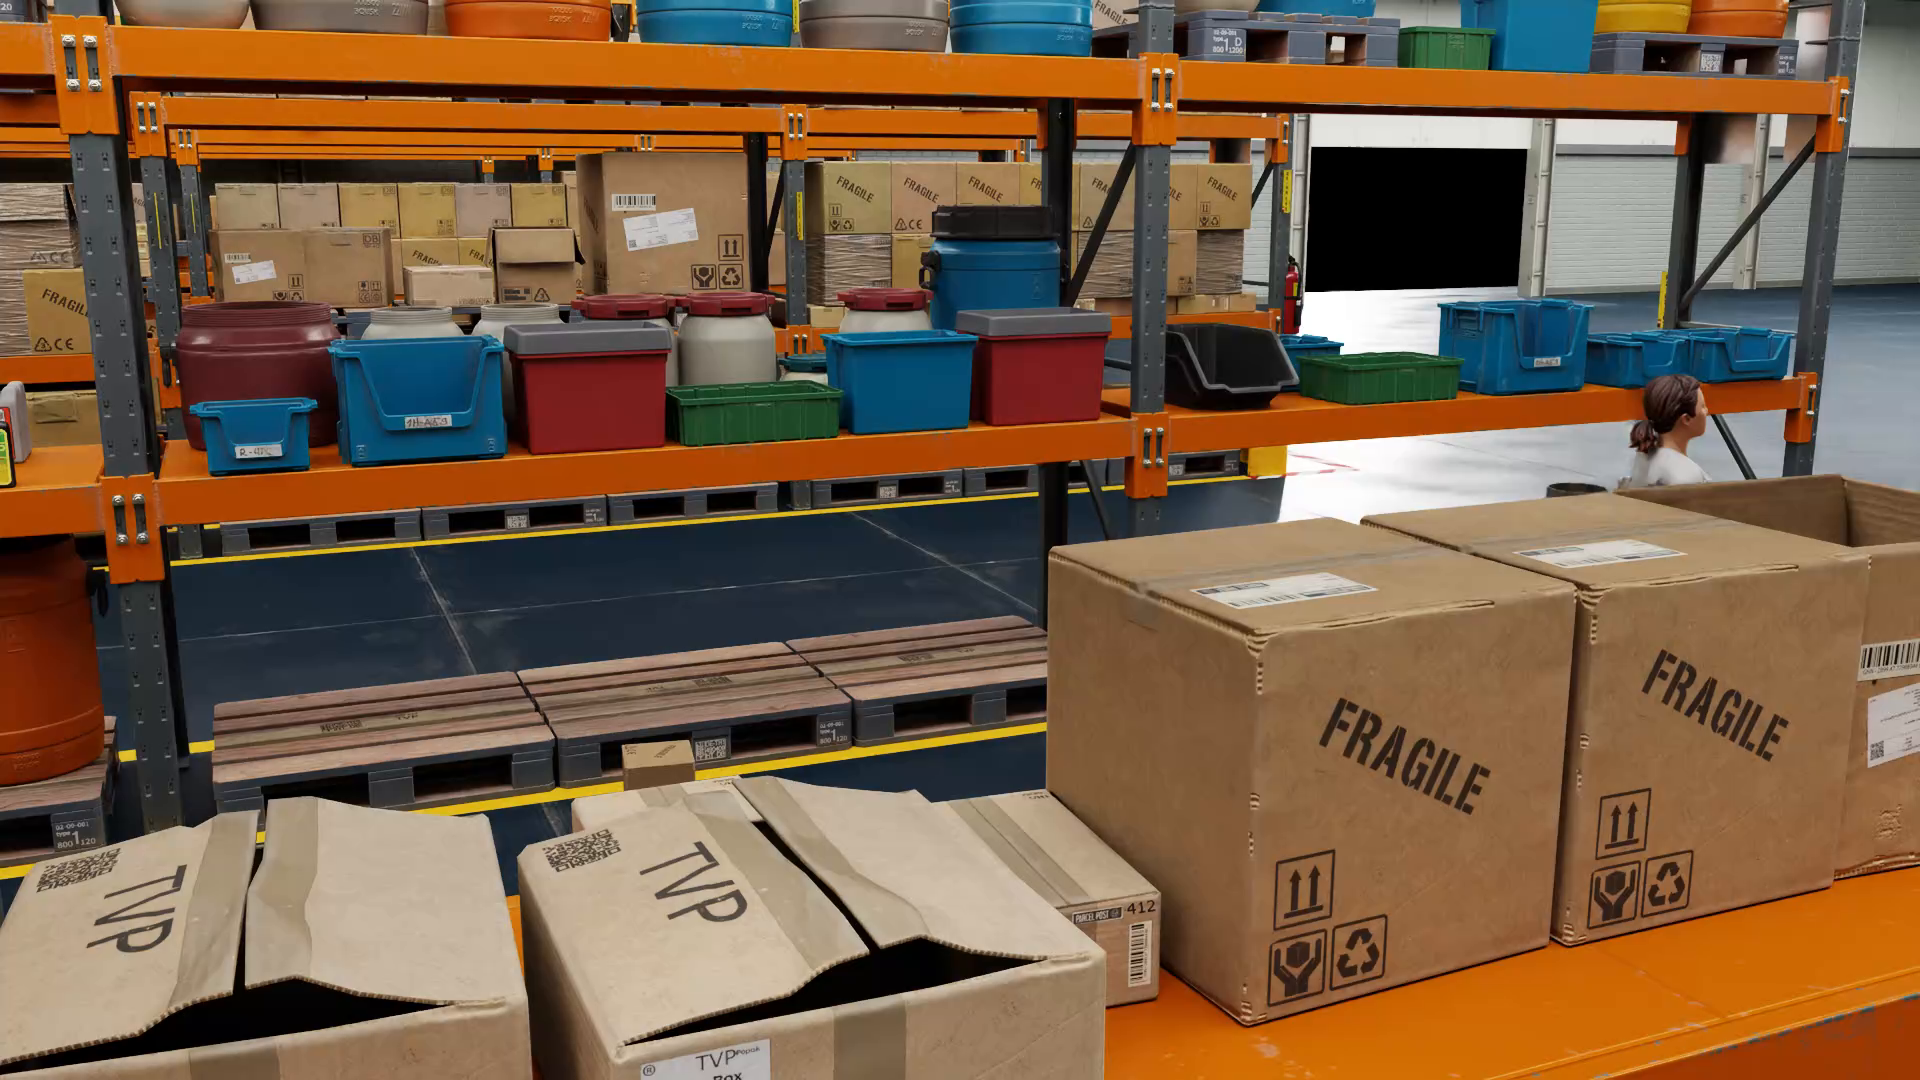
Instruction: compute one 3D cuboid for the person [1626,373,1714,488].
[{"bbox_3d":[2.600,0.207,6.013,1.025,1.617,0.446,2,12,11],"label":"person"}]
